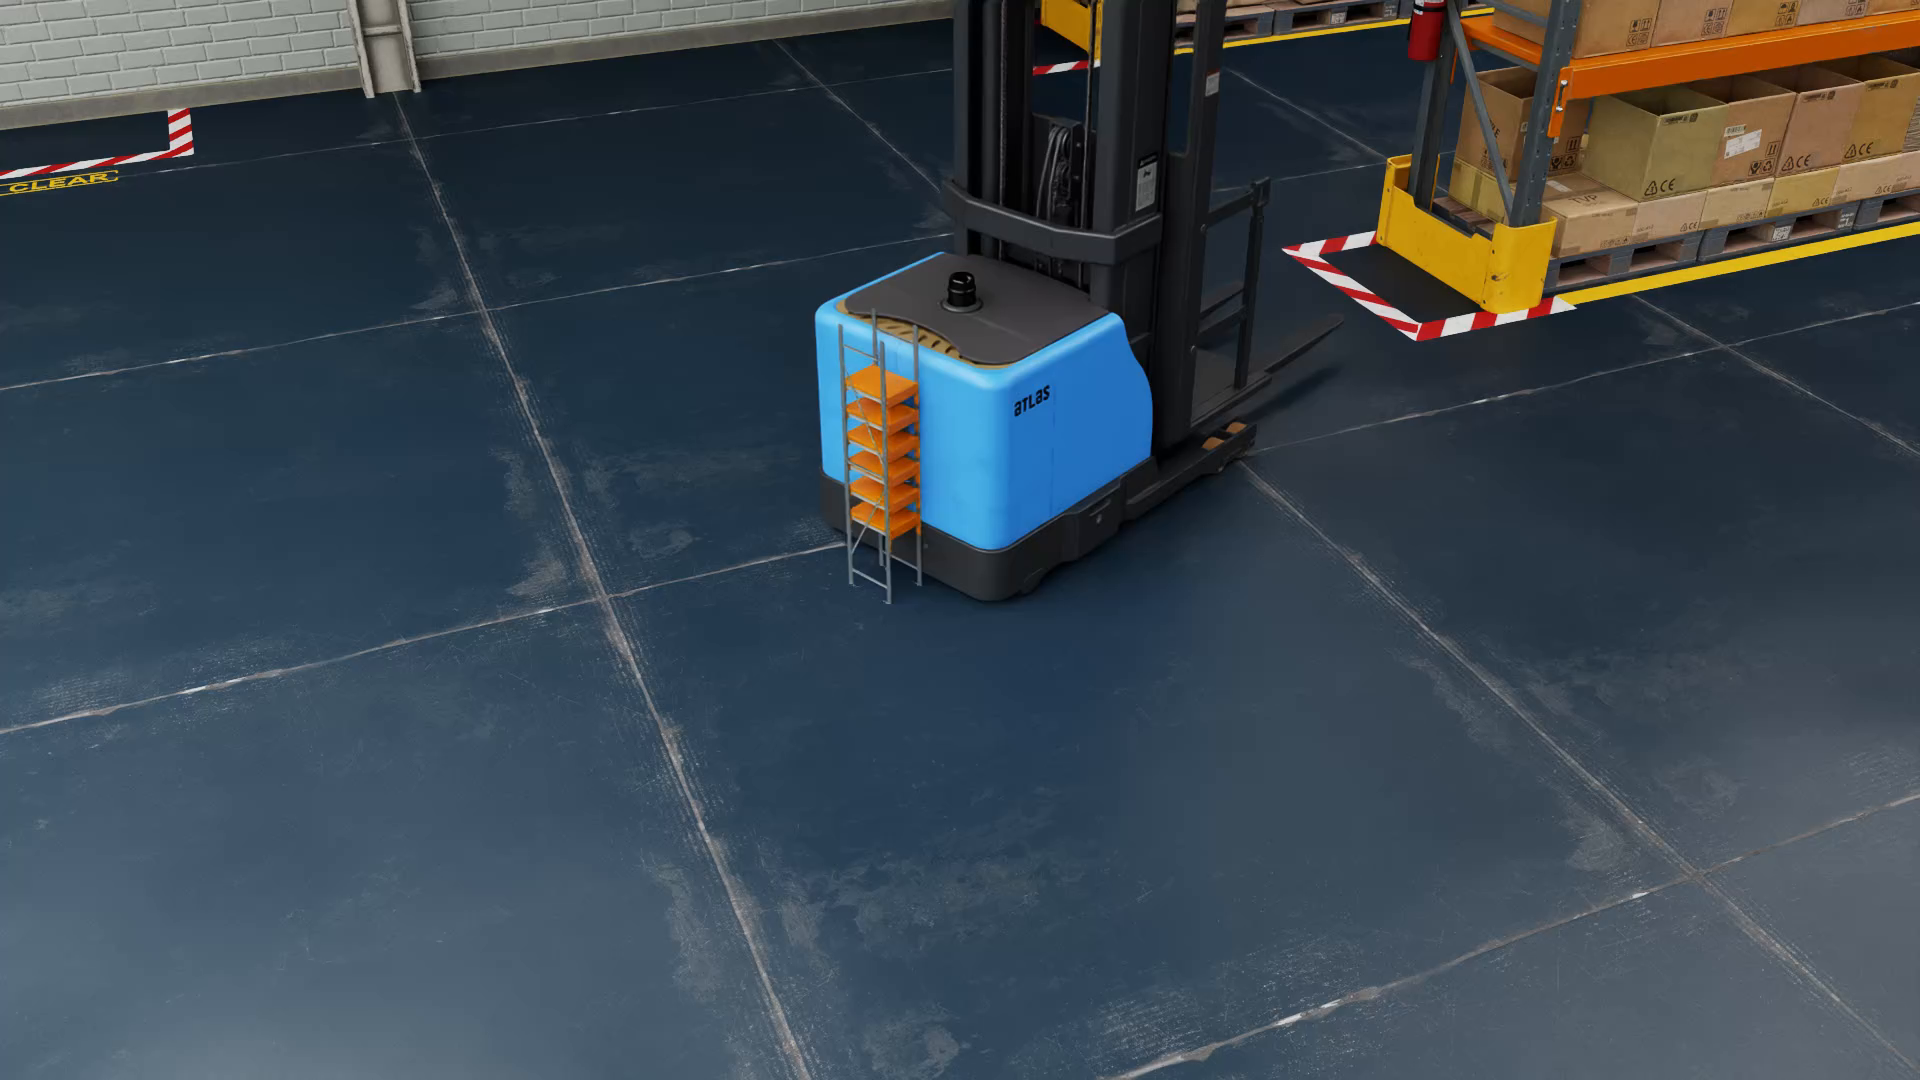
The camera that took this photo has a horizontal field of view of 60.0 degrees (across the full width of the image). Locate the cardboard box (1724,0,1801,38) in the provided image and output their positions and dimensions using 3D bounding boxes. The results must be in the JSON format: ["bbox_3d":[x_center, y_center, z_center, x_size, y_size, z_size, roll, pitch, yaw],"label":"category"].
[{"bbox_3d":[4.272,-3.176,9.289,0.500,0.500,0.700,-13,35,-19],"label":"cardboard box"}]

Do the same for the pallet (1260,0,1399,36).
[{"bbox_3d":[2.929,-4.573,14.085,1.213,0.211,1.003,-13,35,-19],"label":"pallet"}]

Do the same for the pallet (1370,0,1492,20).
[{"bbox_3d":[4.055,-4.833,14.484,1.213,0.211,1.003,-13,35,-19],"label":"pallet"}]

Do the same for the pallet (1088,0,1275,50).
[{"bbox_3d":[1.806,-4.318,13.693,1.213,0.211,1.003,-13,35,-19],"label":"pallet"}]

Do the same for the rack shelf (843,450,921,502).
[{"bbox_3d":[-0.311,-0.275,6.655,0.258,0.103,0.180,26,41,34],"label":"rack shelf"}]

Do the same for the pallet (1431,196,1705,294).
[{"bbox_3d":[3.583,-1.840,9.885,1.213,0.211,1.003,-13,35,-19],"label":"pallet"}]

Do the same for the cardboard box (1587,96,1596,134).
[{"bbox_3d":[4.189,-2.646,10.015,0.500,0.500,0.500,-13,35,-19],"label":"cardboard box"}]

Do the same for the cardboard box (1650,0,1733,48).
[{"bbox_3d":[3.812,-3.074,9.132,0.500,0.500,0.700,-12,35,-18],"label":"cardboard box"}]

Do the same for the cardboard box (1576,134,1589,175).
[{"bbox_3d":[3.730,-2.224,10.053,0.500,0.250,0.500,-13,35,-19],"label":"cardboard box"}]

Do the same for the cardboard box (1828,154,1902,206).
[{"bbox_3d":[5.319,-2.273,10.130,0.500,0.250,0.500,-13,35,-19],"label":"cardboard box"}]

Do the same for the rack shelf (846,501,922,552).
[{"bbox_3d":[-0.311,-0.074,6.785,0.258,0.103,0.180,26,41,34],"label":"rack shelf"}]

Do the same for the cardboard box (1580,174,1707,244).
[{"bbox_3d":[3.934,-1.959,9.647,0.500,0.250,0.500,-13,35,-19],"label":"cardboard box"}]

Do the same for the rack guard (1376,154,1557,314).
[{"bbox_3d":[2.872,-1.774,9.518,0.348,0.500,1.175,-13,35,-19],"label":"rack guard"}]

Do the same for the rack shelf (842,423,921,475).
[{"bbox_3d":[-0.311,-0.376,6.589,0.258,0.103,0.180,26,41,34],"label":"rack shelf"}]

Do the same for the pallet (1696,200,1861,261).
[{"bbox_3d":[4.706,-2.096,10.278,1.213,0.211,1.003,-13,35,-19],"label":"pallet"}]

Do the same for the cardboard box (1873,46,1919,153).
[{"bbox_3d":[5.773,-2.702,10.100,0.500,0.500,0.500,-13,35,-19],"label":"cardboard box"}]

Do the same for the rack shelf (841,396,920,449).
[{"bbox_3d":[-0.311,-0.477,6.524,0.258,0.103,0.180,26,41,34],"label":"rack shelf"}]

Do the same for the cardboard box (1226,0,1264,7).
[{"bbox_3d":[2.171,-4.595,13.624,0.500,0.311,0.500,-10,34,-15],"label":"cardboard box"}]

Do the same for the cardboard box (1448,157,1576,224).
[{"bbox_3d":[3.274,-2.112,9.882,0.500,0.250,0.500,-13,35,-19],"label":"cardboard box"}]

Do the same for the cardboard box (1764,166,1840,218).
[{"bbox_3d":[4.858,-2.167,9.967,0.500,0.250,0.500,-13,35,-19],"label":"cardboard box"}]

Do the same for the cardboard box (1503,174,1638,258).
[{"bbox_3d":[3.474,-1.852,9.481,0.500,0.250,0.500,-13,35,-19],"label":"cardboard box"}]

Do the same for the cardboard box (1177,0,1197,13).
[{"bbox_3d":[1.646,-4.475,13.439,0.500,0.311,0.500,-17,37,-24],"label":"cardboard box"}]

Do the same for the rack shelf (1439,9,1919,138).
[{"bbox_3d":[4.738,-2.947,9.689,4.000,0.370,1.077,-13,35,-19],"label":"rack shelf"}]

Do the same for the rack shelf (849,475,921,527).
[{"bbox_3d":[-0.311,-0.175,6.720,0.258,0.103,0.180,26,41,34],"label":"rack shelf"}]

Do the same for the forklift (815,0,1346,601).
[{"bbox_3d":[0.748,-1.703,7.180,1.130,2.935,3.031,26,41,34],"label":"forklift"}]

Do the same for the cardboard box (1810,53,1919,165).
[{"bbox_3d":[5.314,-2.594,9.935,0.500,0.500,0.500,-13,35,-19],"label":"cardboard box"}]

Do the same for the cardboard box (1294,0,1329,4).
[{"bbox_3d":[2.867,-4.804,13.772,0.500,0.500,0.700,-15,36,-22],"label":"cardboard box"}]

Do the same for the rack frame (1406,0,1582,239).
[{"bbox_3d":[2.894,-2.827,8.844,0.127,3.000,1.000,-13,35,-19],"label":"rack frame"}]

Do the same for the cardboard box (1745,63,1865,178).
[{"bbox_3d":[4.859,-2.481,9.762,0.500,0.500,0.500,-13,35,-19],"label":"cardboard box"}]

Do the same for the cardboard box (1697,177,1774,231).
[{"bbox_3d":[4.395,-2.064,9.808,0.500,0.250,0.500,-13,35,-19],"label":"cardboard box"}]

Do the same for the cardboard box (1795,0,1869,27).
[{"bbox_3d":[4.756,-3.289,9.463,0.500,0.500,0.700,-12,35,-18],"label":"cardboard box"}]

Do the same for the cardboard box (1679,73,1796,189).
[{"bbox_3d":[4.391,-2.384,9.613,0.500,0.500,0.500,-13,35,-19],"label":"cardboard box"}]

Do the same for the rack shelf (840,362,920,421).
[{"bbox_3d":[-0.311,-0.577,6.458,0.258,0.103,0.180,26,41,34],"label":"rack shelf"}]

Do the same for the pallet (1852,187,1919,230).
[{"bbox_3d":[5.833,-2.356,10.677,1.213,0.211,1.003,-13,35,-19],"label":"pallet"}]

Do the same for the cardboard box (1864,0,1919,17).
[{"bbox_3d":[5.227,-3.398,9.630,0.500,0.500,0.700,-12,35,-18],"label":"cardboard box"}]

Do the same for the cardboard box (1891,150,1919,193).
[{"bbox_3d":[5.774,-2.386,10.303,0.500,0.250,0.500,-13,35,-19],"label":"cardboard box"}]

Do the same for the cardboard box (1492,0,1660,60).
[{"bbox_3d":[3.329,-2.961,8.958,0.500,0.500,0.700,-13,35,-19],"label":"cardboard box"}]

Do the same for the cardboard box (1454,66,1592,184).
[{"bbox_3d":[3.273,-2.427,9.679,0.500,0.500,0.500,-13,35,-19],"label":"cardboard box"}]

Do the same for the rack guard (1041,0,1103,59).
[{"bbox_3d":[1.043,-4.285,13.378,0.348,0.500,1.175,-13,35,-19],"label":"rack guard"}]

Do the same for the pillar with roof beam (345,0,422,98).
[{"bbox_3d":[-2.582,-4.983,6.657,0.400,9.000,9.100,-13,35,-19],"label":"pillar with roof beam"}]

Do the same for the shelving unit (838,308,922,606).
[{"bbox_3d":[-0.311,-0.313,6.630,0.258,1.200,0.189,26,41,34],"label":"shelving unit"}]

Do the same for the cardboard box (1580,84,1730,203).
[{"bbox_3d":[3.935,-2.272,9.441,0.500,0.500,0.500,-13,35,-19],"label":"cardboard box"}]

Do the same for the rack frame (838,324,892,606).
[{"bbox_3d":[-0.372,-0.275,6.573,0.240,1.200,0.006,26,41,34],"label":"rack frame"}]

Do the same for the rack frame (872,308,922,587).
[{"bbox_3d":[-0.251,-0.350,6.688,0.240,1.200,0.006,26,41,34],"label":"rack frame"}]

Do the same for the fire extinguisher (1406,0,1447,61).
[{"bbox_3d":[2.605,-3.003,9.186,0.183,0.674,0.296,-13,35,-19],"label":"fire extinguisher"}]
